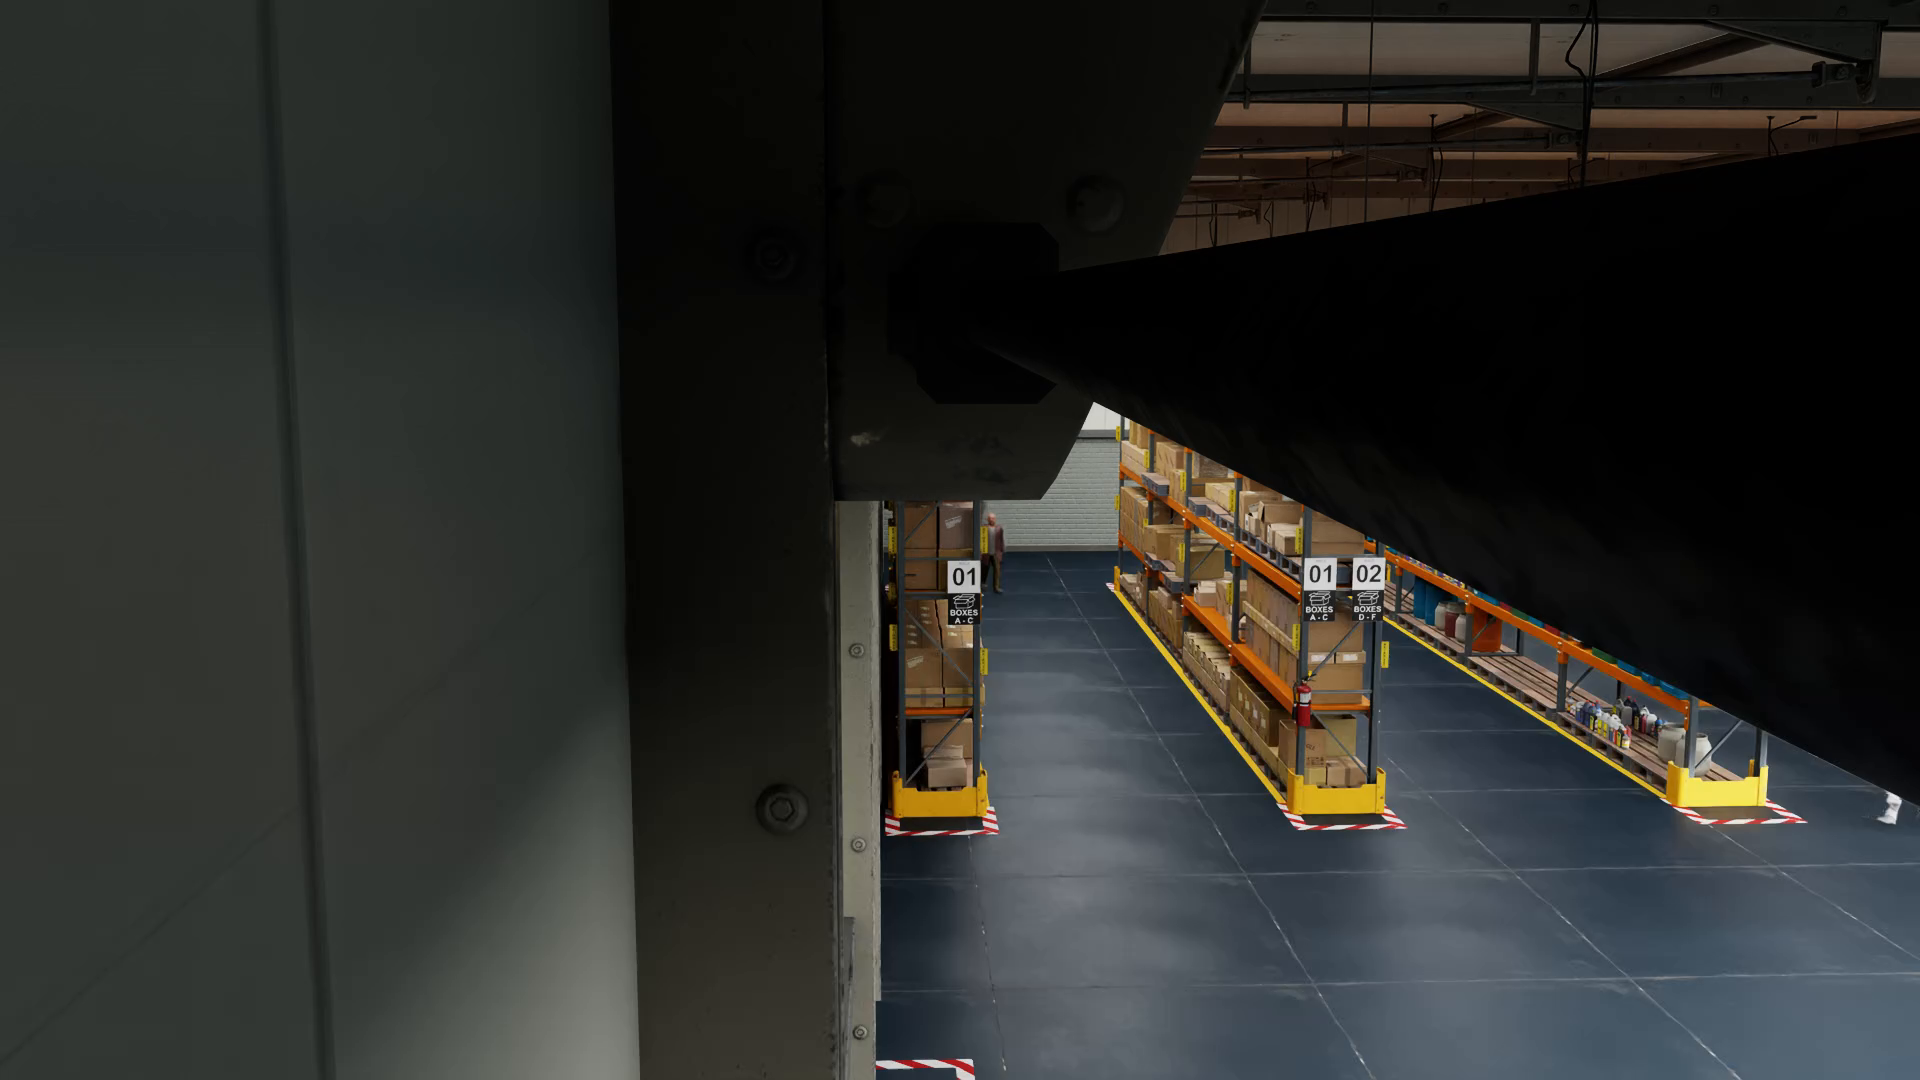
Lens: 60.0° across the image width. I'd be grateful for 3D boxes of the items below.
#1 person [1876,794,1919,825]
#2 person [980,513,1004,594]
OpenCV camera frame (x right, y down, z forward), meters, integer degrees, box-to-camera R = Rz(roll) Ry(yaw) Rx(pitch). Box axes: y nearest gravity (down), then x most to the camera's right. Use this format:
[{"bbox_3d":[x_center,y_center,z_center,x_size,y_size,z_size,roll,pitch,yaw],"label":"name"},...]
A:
[{"bbox_3d":[11.572,2.570,20.175,1.051,1.755,0.519,-7,11,-41],"label":"person"},{"bbox_3d":[0.683,0.288,36.103,0.602,1.745,1.093,-2,8,-12],"label":"person"}]
